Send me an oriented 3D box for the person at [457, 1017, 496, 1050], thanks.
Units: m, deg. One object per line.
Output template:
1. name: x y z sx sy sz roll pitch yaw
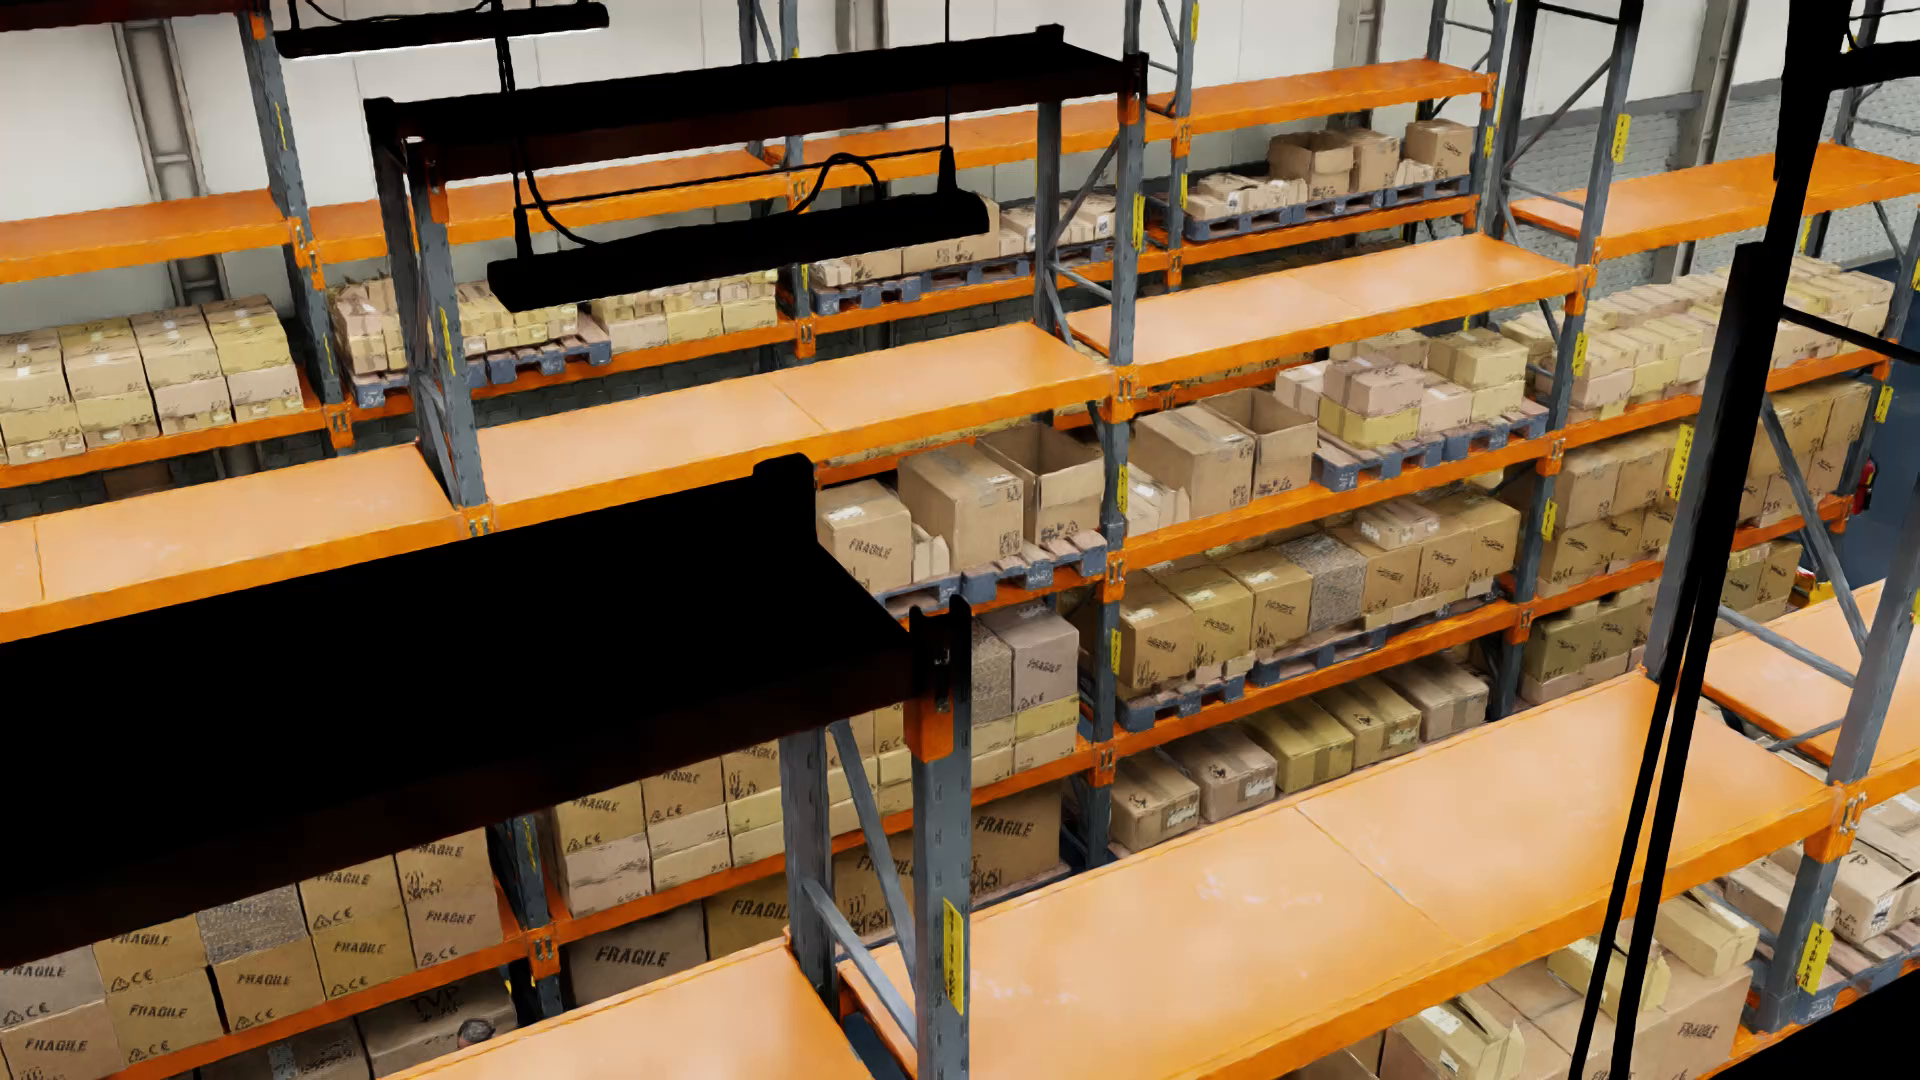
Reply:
1. person: -2.565 3.236 9.139 0.463 1.684 0.452 -8 29 -14
